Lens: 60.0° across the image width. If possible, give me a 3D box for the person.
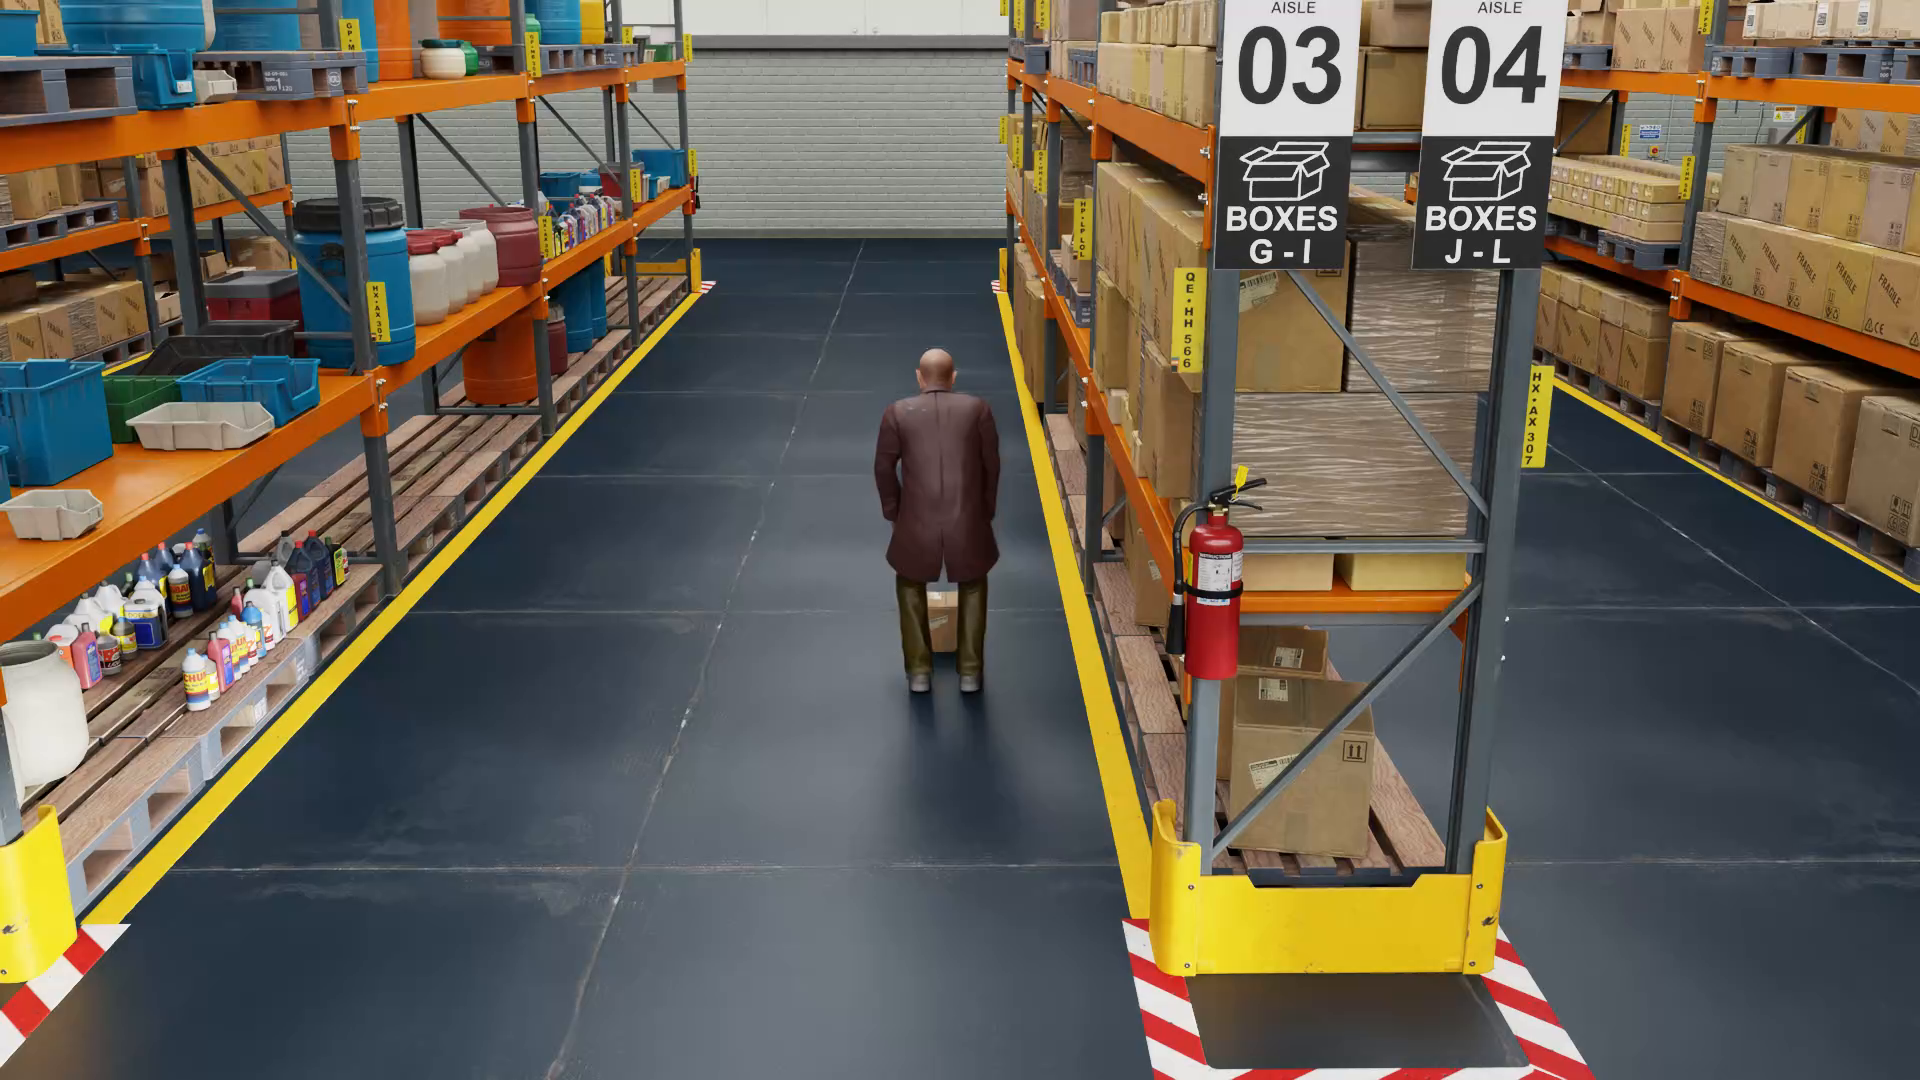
[{"bbox_3d":[-0.110,-0.080,8.083,0.611,1.643,0.523,0,17,1],"label":"person"}]
